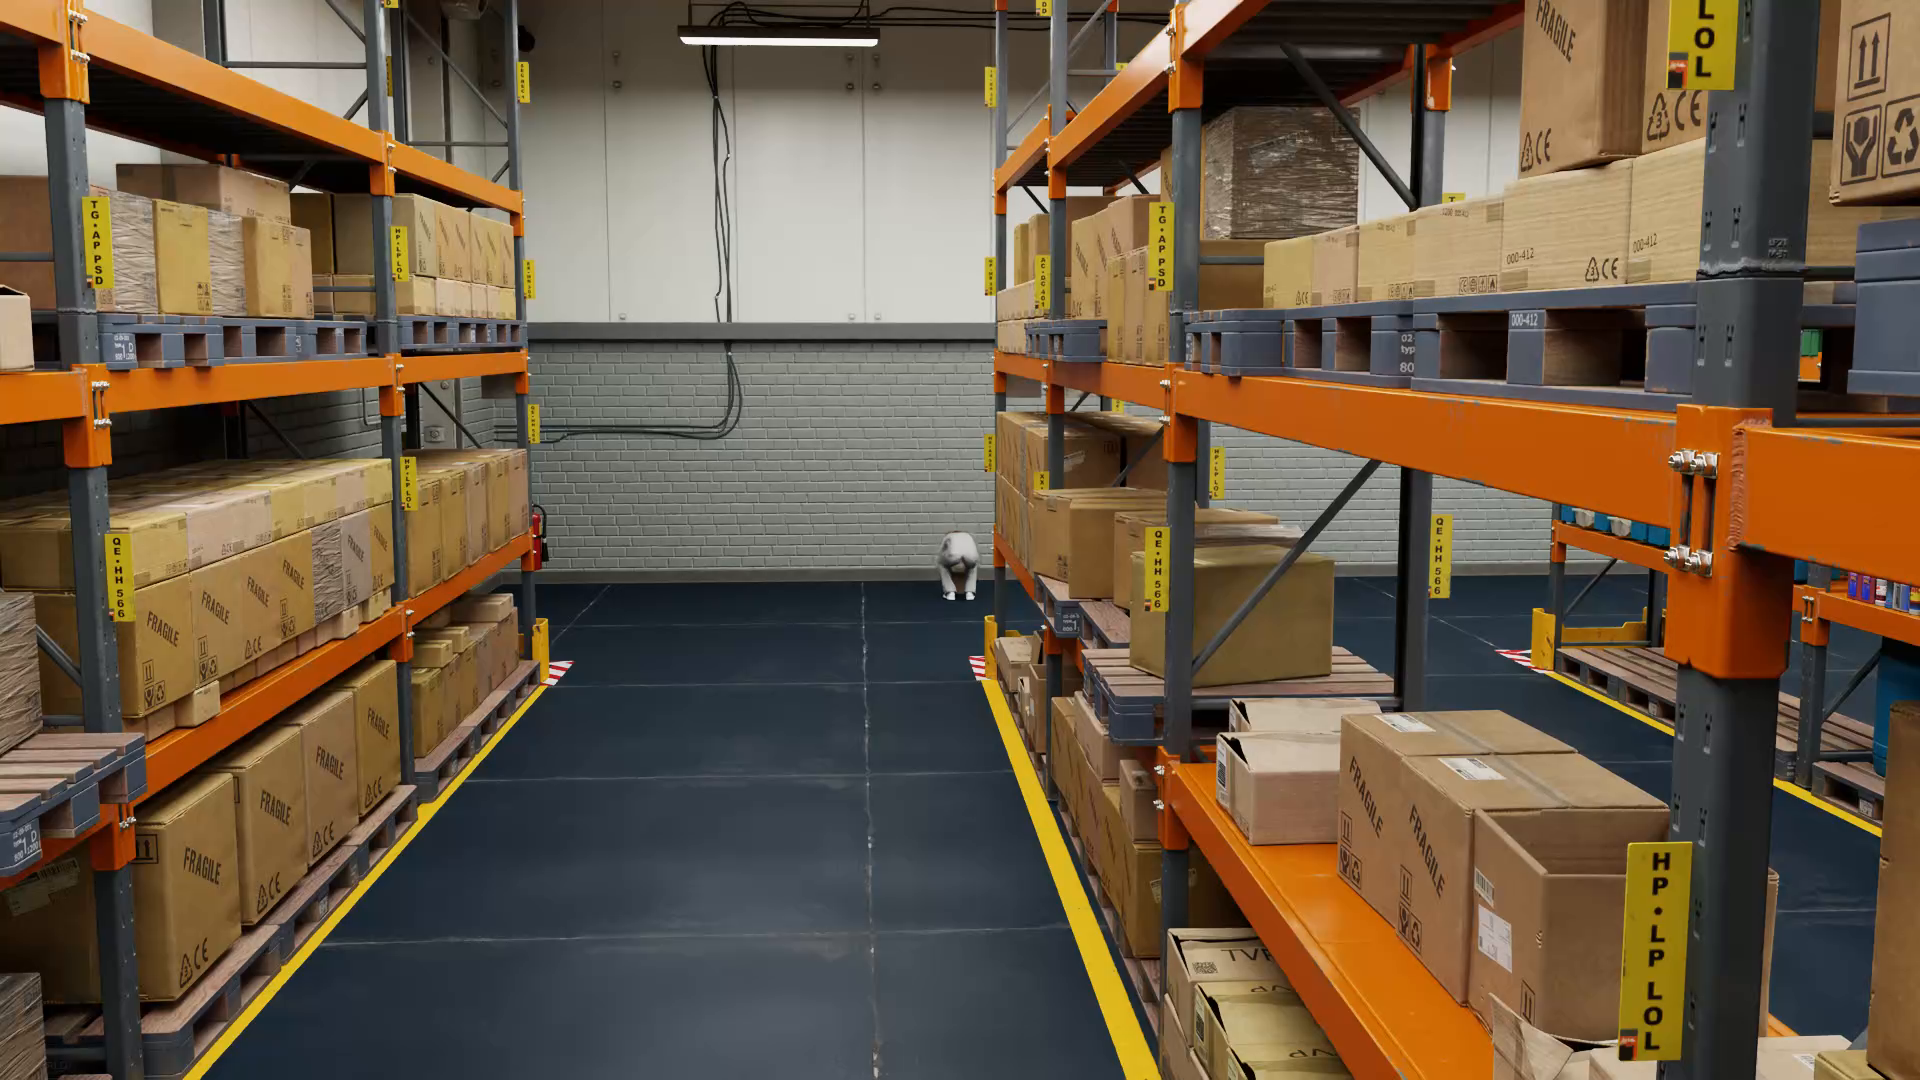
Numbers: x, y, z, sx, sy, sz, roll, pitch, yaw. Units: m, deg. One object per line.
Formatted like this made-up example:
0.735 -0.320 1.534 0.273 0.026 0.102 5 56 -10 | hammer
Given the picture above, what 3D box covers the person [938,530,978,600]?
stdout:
-0.021 0.289 18.849 0.460 0.747 0.867 -1 7 -5 | person
